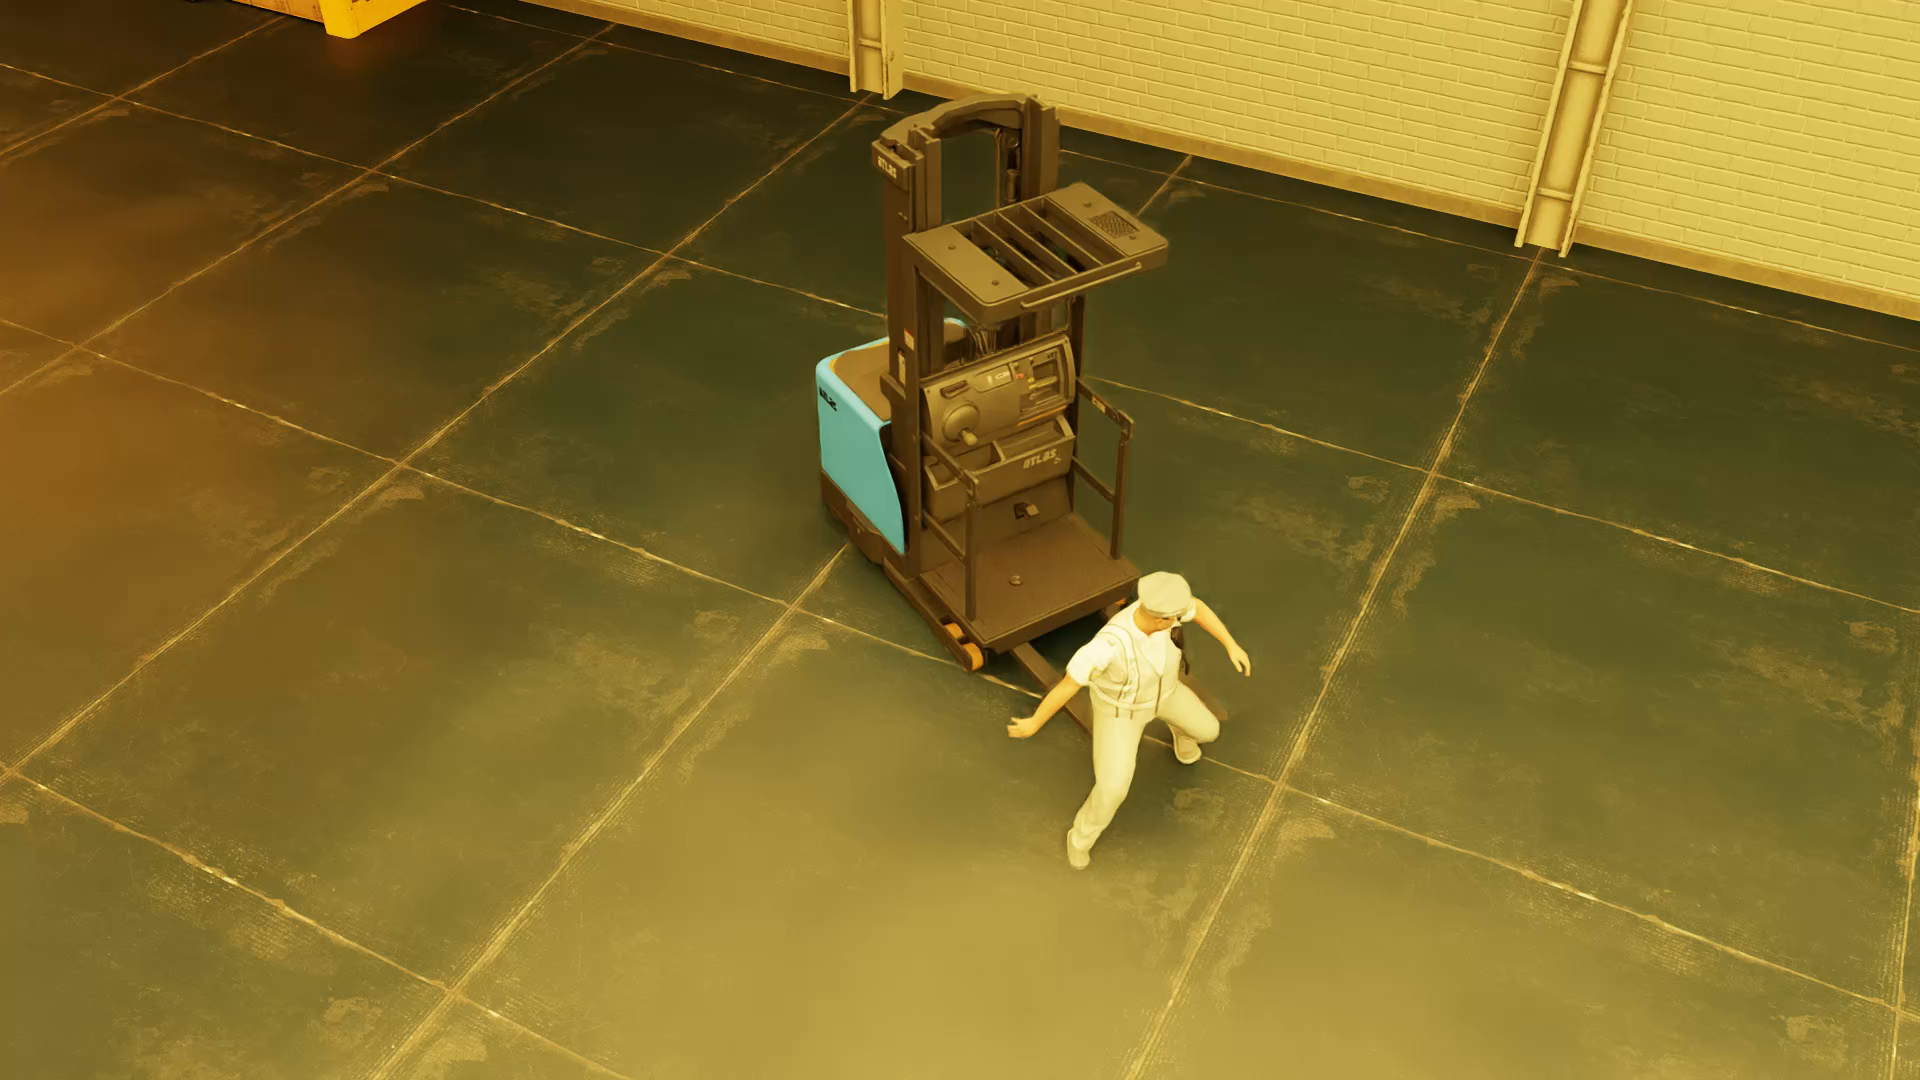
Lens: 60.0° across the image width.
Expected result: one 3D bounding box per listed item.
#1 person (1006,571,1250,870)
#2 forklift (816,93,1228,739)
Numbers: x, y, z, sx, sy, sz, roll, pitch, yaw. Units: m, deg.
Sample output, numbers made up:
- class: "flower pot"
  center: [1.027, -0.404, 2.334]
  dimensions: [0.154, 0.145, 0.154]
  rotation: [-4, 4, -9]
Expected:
- class: "person"
  center: [0.827, 0.825, 8.122]
  dimensions: [1.186, 1.686, 0.559]
  rotation: [-23, 45, -24]
- class: "forklift"
  center: [0.336, -0.725, 8.848]
  dimensions: [1.130, 2.935, 3.031]
  rotation: [-22, 45, -24]
